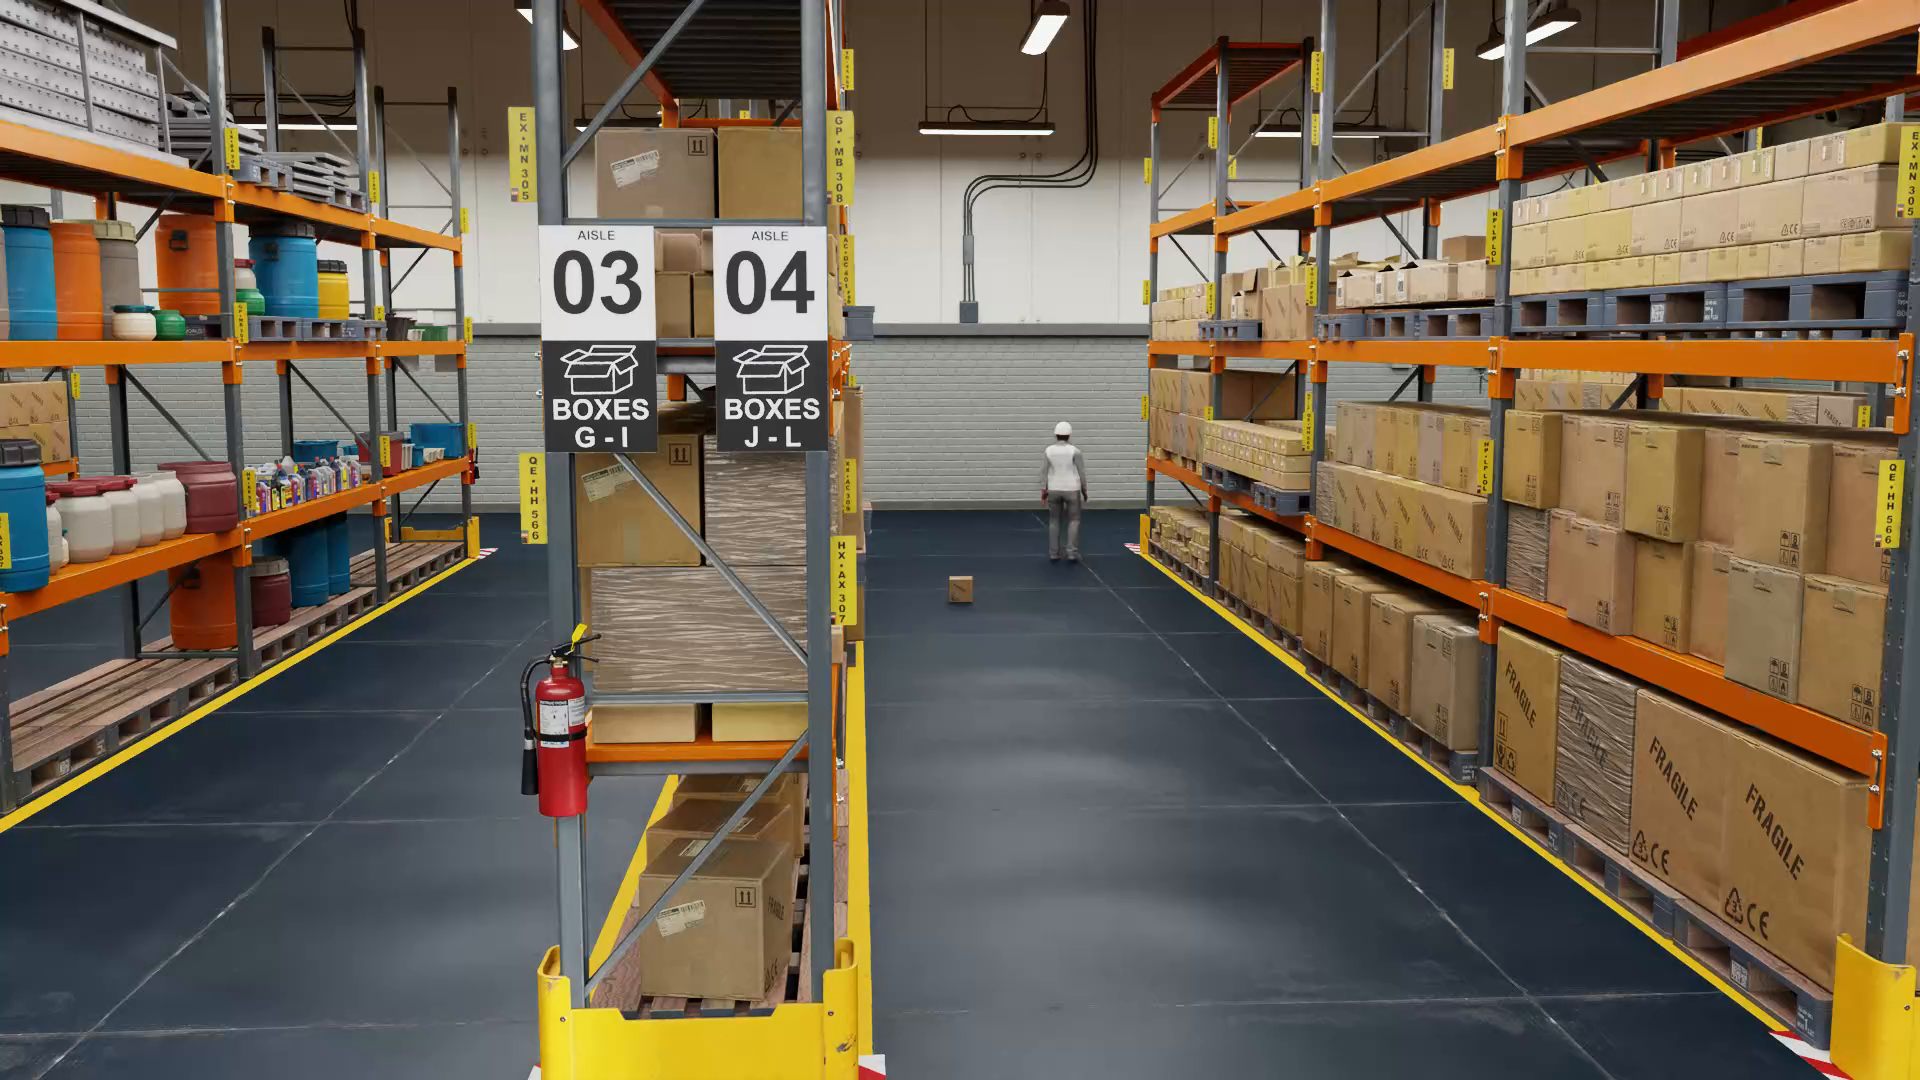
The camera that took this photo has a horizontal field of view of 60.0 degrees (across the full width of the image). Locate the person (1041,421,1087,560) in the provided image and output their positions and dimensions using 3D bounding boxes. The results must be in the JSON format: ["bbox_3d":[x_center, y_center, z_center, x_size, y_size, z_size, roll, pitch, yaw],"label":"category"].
[{"bbox_3d":[1.340,-0.628,21.281,0.578,1.784,0.475,3,7,20],"label":"person"}]
